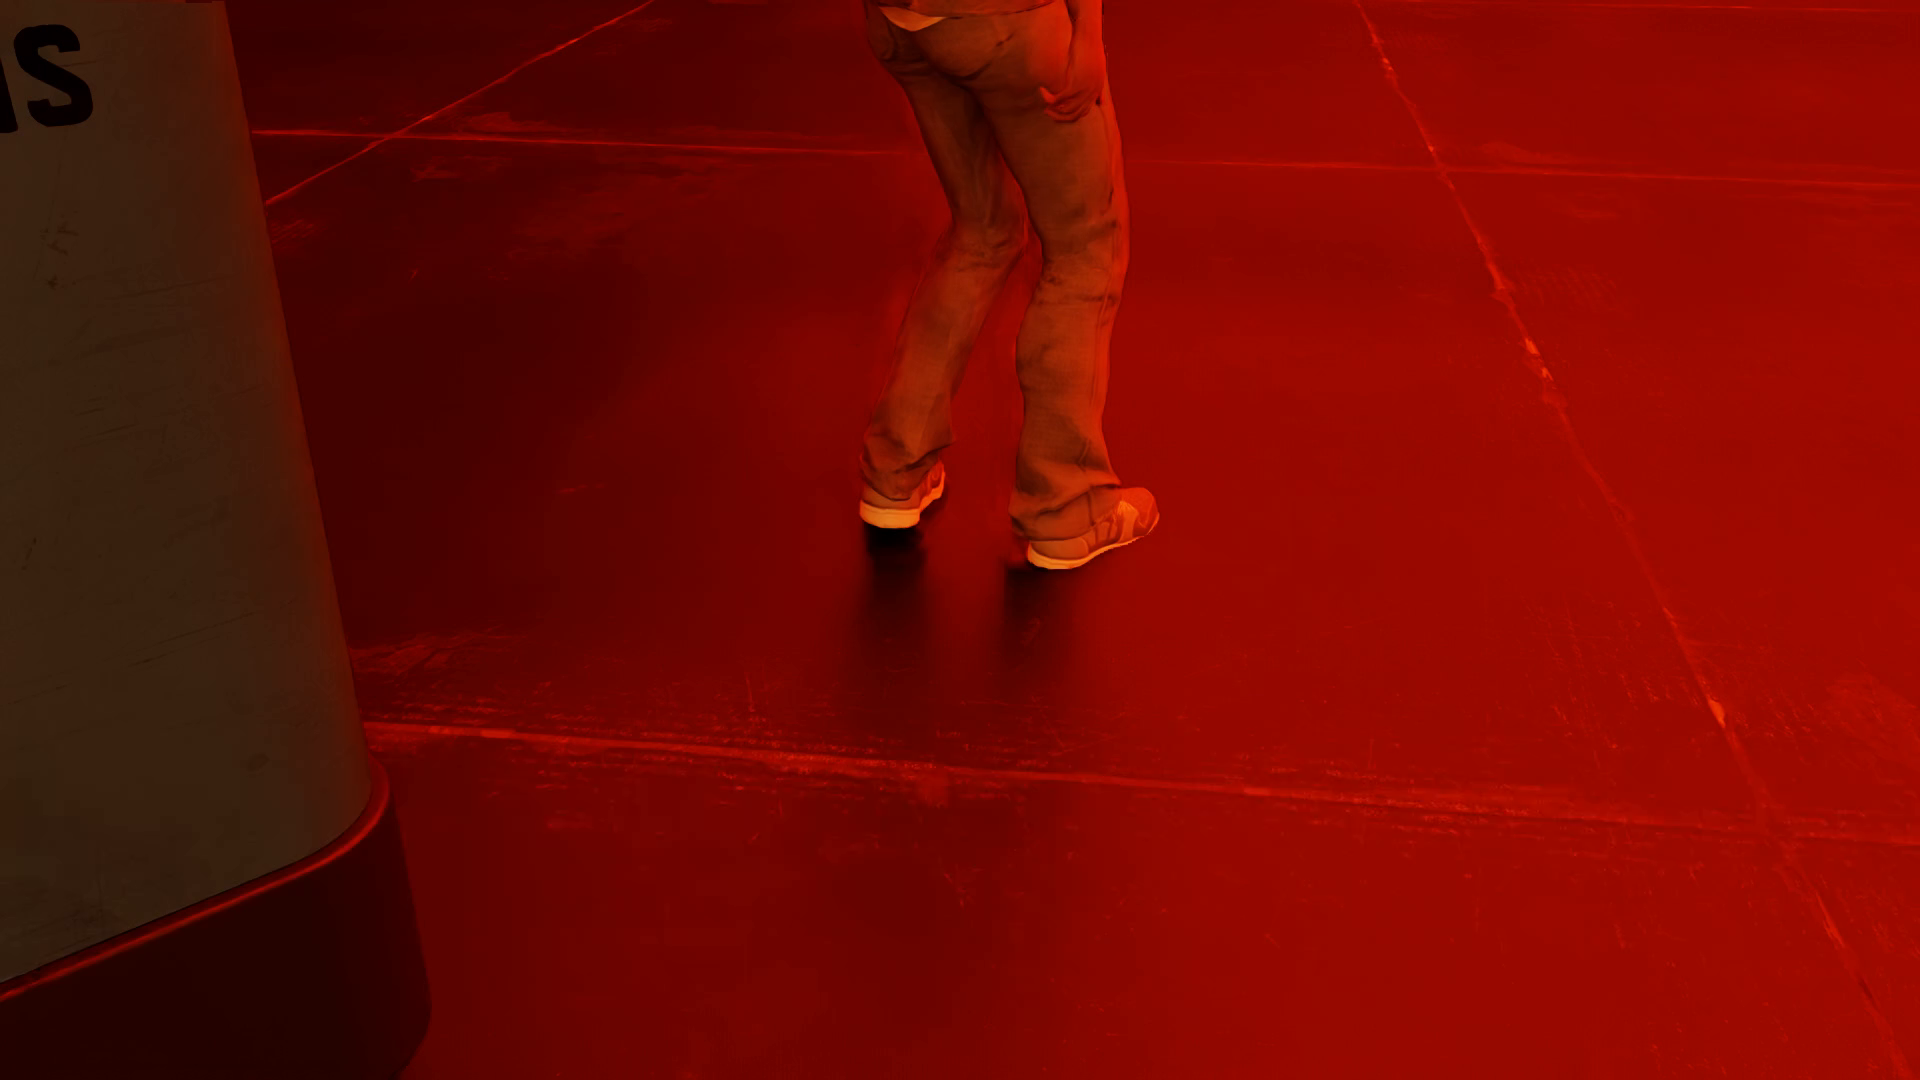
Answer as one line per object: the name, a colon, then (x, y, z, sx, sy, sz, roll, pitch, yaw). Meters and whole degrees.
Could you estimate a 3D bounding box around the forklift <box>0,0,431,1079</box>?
forklift: (-1.914, -0.540, 0.299, 3.031, 2.935, 1.130, -21, 33, -36)

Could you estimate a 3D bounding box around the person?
person: (0.057, -0.724, 2.225, 0.425, 1.584, 0.536, -18, 32, -32)
